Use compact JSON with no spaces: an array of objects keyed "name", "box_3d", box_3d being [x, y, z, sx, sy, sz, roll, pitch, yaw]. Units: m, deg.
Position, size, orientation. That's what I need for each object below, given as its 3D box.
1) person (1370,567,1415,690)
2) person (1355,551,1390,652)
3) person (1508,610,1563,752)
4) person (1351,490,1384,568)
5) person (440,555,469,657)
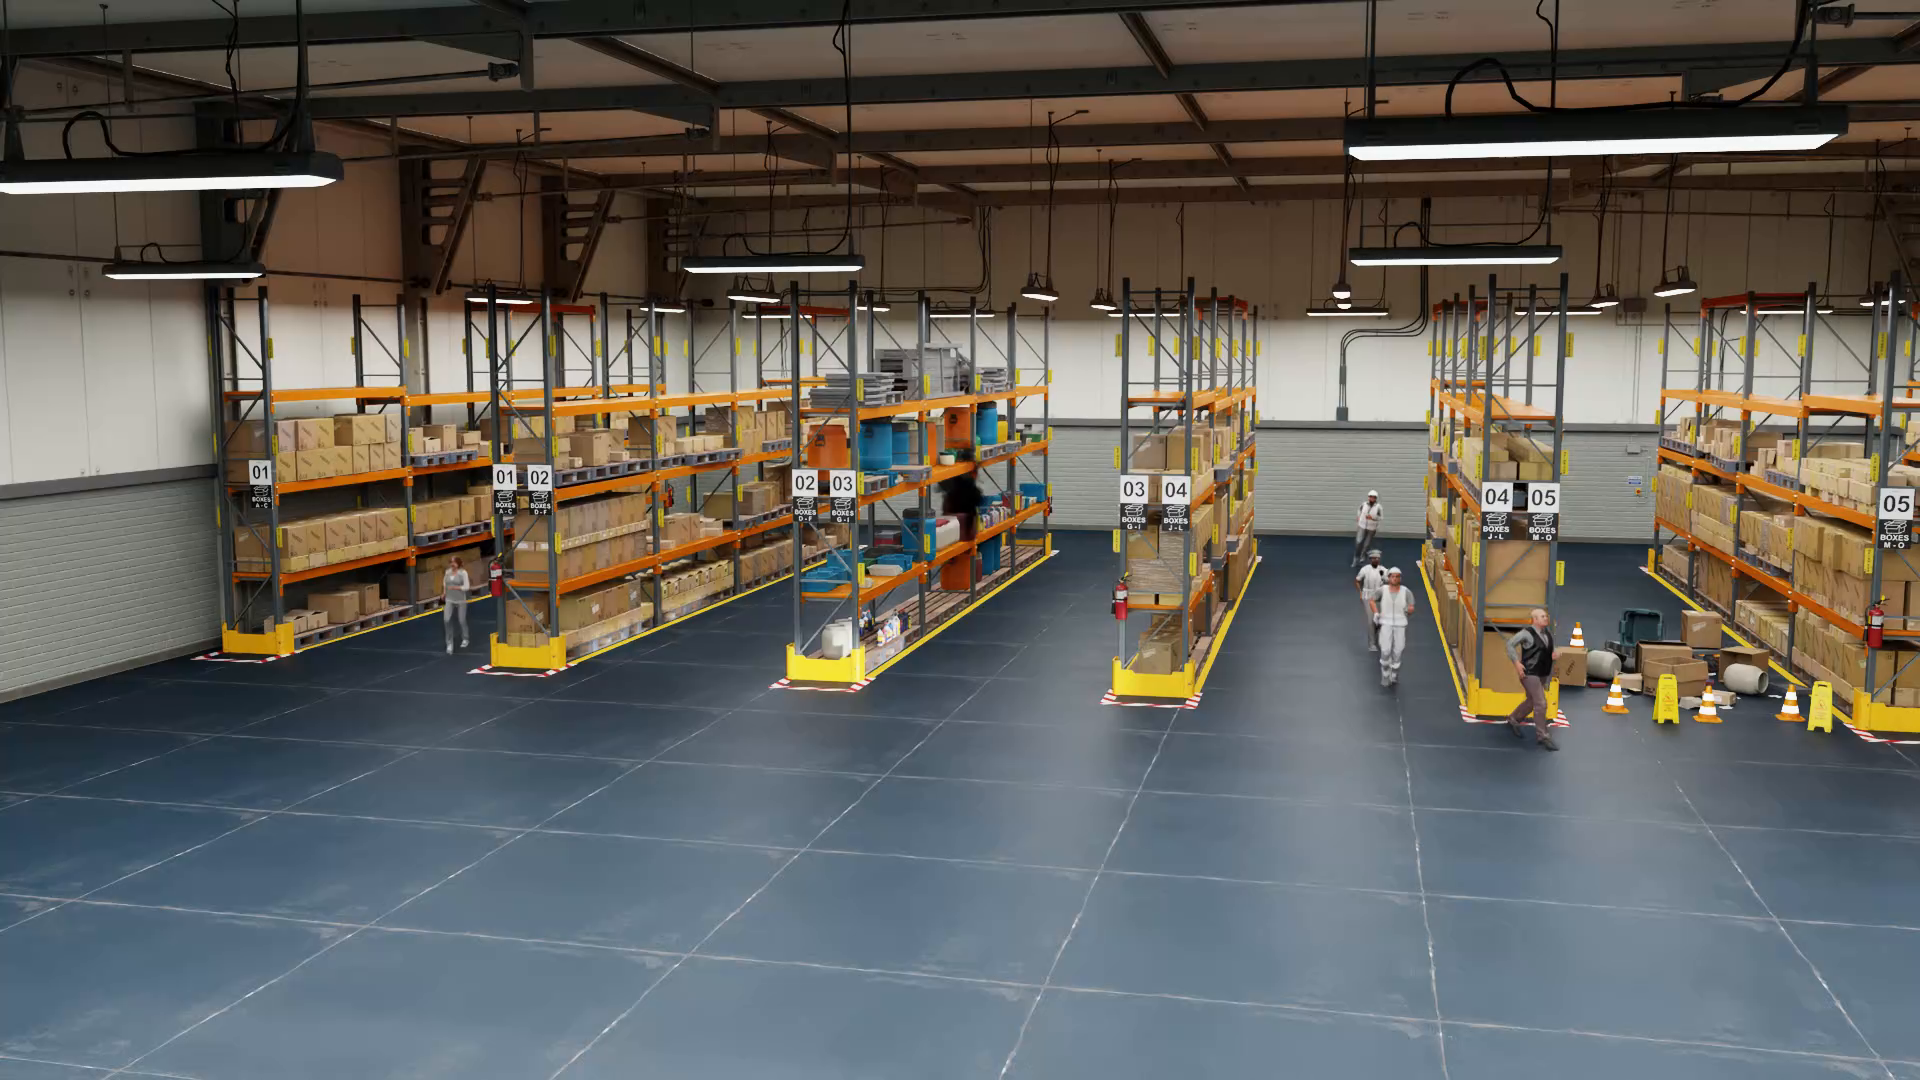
[{"name":"person","box_3d":[6.393,1.305,24.556,0.633,1.824,0.696,1,7,9]},{"name":"person","box_3d":[6.892,0.993,27.741,0.585,1.662,0.759,1,7,5]},{"name":"person","box_3d":[7.283,1.729,20.940,0.664,1.723,0.875,-5,8,-35]},{"name":"person","box_3d":[9.430,-0.245,38.302,0.689,1.818,0.777,3,7,23]},{"name":"person","box_3d":[-8.322,1.062,27.389,0.509,1.644,0.731,0,7,0]}]
